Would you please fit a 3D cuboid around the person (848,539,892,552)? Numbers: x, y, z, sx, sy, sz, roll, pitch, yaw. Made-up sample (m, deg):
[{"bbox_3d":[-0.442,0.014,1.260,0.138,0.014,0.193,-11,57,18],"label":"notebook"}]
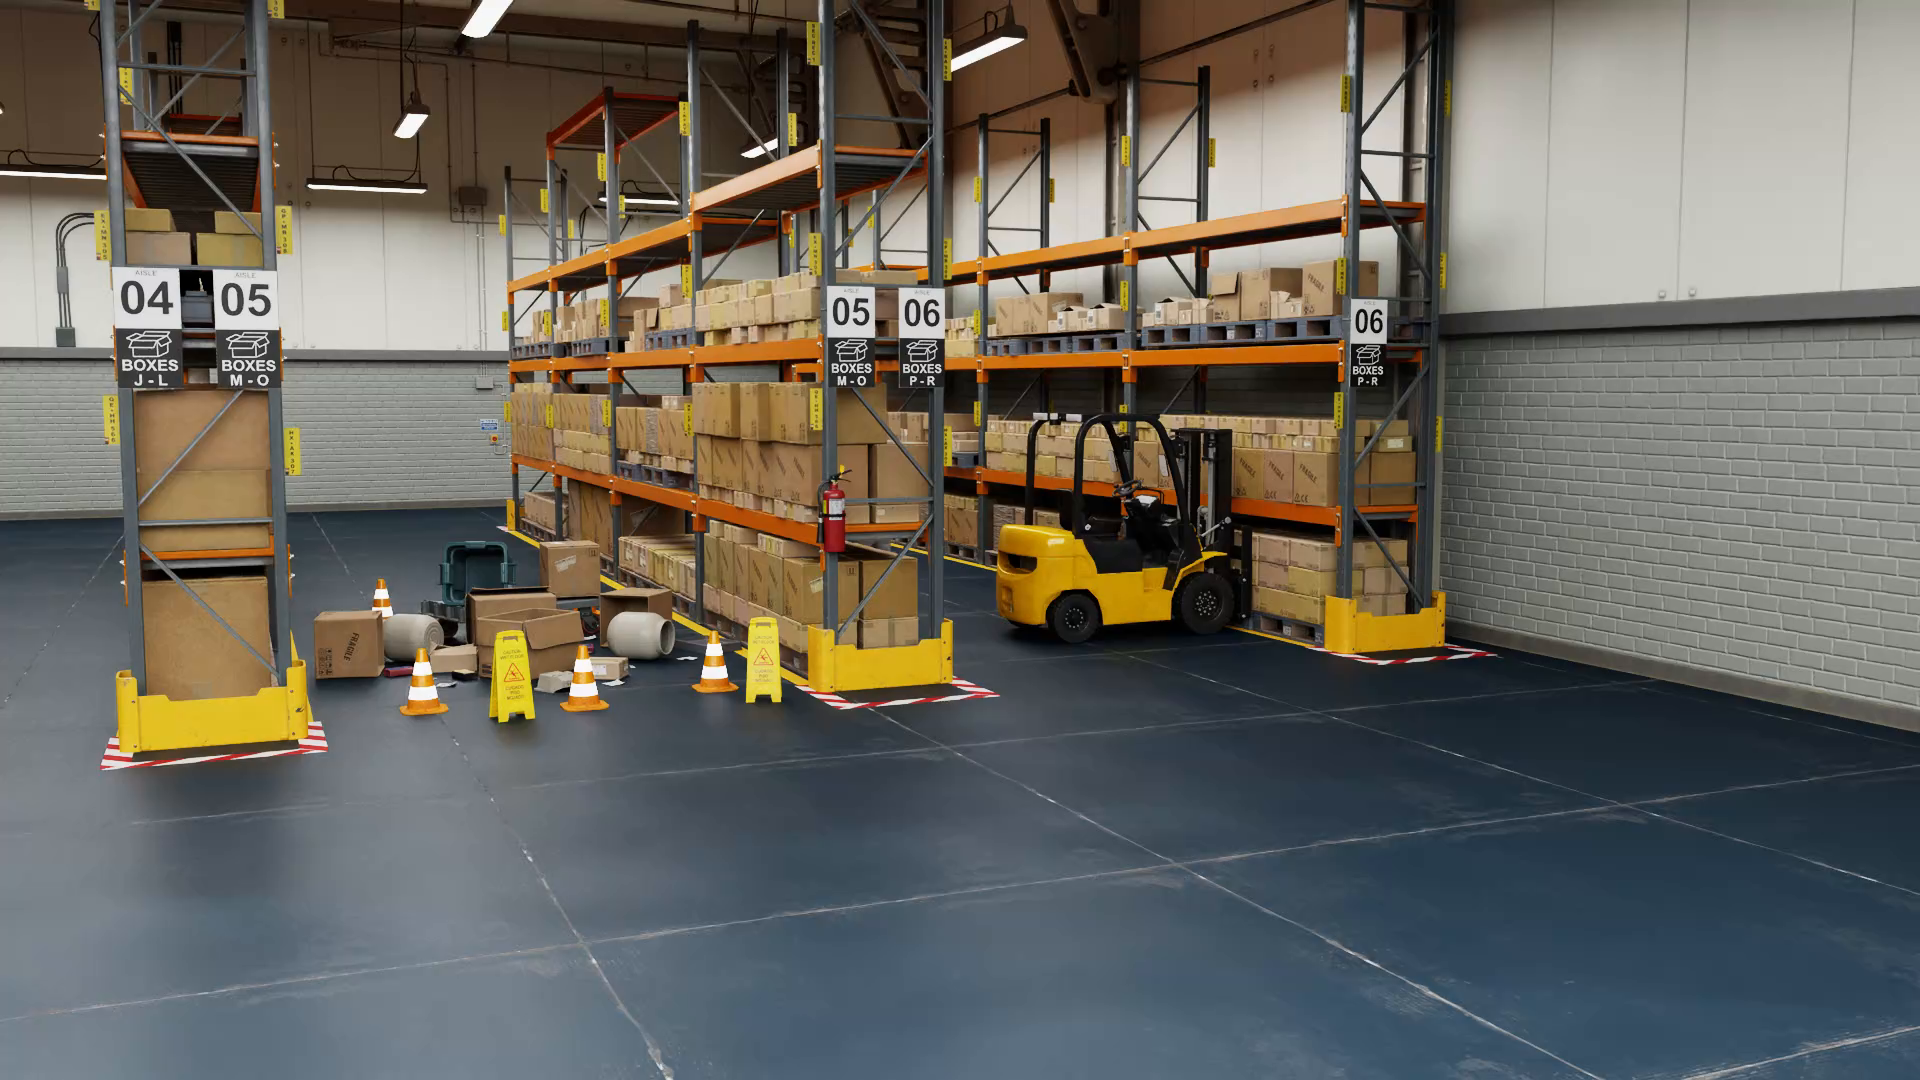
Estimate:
[{"bbox_3d":[-0.952,-0.107,17.868,0.602,1.747,0.439,-3,6,-28],"label":"person"}]
